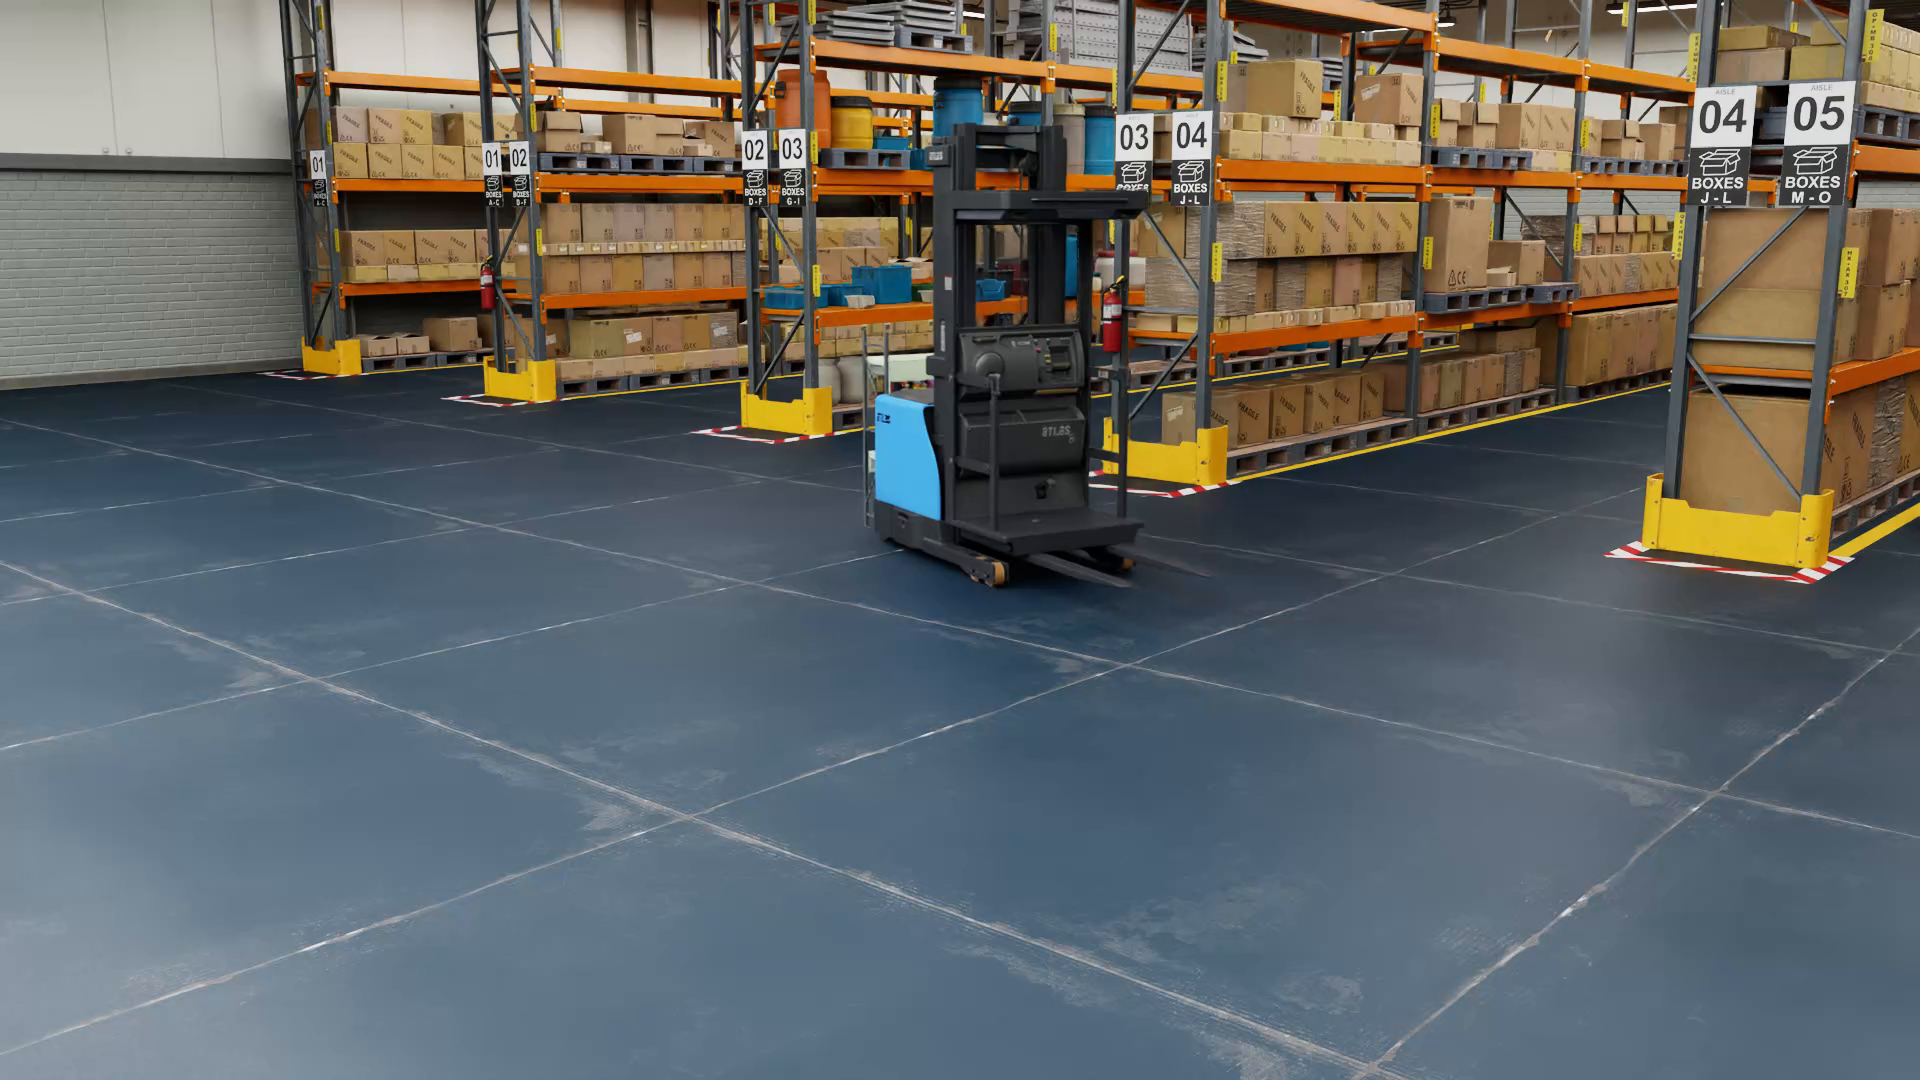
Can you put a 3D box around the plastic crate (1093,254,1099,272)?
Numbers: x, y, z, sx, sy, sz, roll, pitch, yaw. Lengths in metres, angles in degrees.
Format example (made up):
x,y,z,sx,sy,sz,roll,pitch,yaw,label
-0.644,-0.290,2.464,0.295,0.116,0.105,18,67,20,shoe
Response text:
x,y,z,sx,sy,sz,roll,pitch,yaw,label
2.058,-3.682,22.824,0.402,0.464,0.583,10,15,40,plastic crate

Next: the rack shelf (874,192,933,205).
x,y,z,sx,sy,sz,roll,pitch,yaw,label
-0.126,-7.131,34.432,1.077,0.370,4.000,10,15,40,rack shelf

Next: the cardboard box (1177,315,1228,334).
x,y,z,sx,sy,sz,roll,pitch,yaw,label
2.162,-1.919,14.804,0.380,0.149,0.250,10,15,40,cardboard box

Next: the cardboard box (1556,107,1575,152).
x,y,z,sx,sy,sz,roll,pitch,yaw,label
6.948,-4.871,19.751,0.500,0.500,0.500,10,15,42,cardboard box

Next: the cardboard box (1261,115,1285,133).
x,y,z,sx,sy,sz,roll,pitch,yaw,label
2.701,-3.745,15.007,0.380,0.149,0.250,11,15,43,cardboard box

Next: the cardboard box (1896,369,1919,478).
x,y,z,sx,sy,sz,roll,pitch,yaw,label
7.626,-1.044,14.134,0.875,0.875,0.875,10,15,41,cardboard box

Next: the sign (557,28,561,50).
x,y,z,sx,sy,sz,roll,pitch,yaw,label
-6.332,-7.907,26.238,0.100,0.325,0.005,10,15,40,sign

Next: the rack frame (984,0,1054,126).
x,y,z,sx,sy,sz,roll,pitch,yaw,label
0.714,-6.202,20.289,1.000,3.000,0.127,10,15,40,rack frame

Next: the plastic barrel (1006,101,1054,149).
x,y,z,sx,sy,sz,roll,pitch,yaw,label
0.887,-5.080,21.049,0.600,0.901,0.708,10,15,40,plastic barrel

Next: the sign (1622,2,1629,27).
x,y,z,sx,sy,sz,roll,pitch,yaw,label
9.315,-7.350,23.246,0.100,0.325,0.005,10,15,40,sign

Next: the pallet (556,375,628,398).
x,y,z,sx,sy,sz,roll,pitch,yaw,label
-5.171,-2.063,22.003,1.003,0.211,1.213,10,15,40,pallet

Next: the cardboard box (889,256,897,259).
x,y,z,sx,sy,sz,roll,pitch,yaw,label
-1.457,-5.519,32.773,0.380,0.149,0.250,10,15,41,cardboard box

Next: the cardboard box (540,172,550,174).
x,y,z,sx,sy,sz,roll,pitch,yaw,label
-6.877,-5.964,26.450,0.500,0.500,0.500,10,15,42,cardboard box

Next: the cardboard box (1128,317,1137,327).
x,y,z,sx,sy,sz,roll,pitch,yaw,label
3.280,-4.067,31.026,0.380,0.166,0.250,10,15,40,cardboard box

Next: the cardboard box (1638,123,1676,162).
x,y,z,sx,sy,sz,roll,pitch,yaw,label
9.341,-5.436,22.785,0.700,0.500,0.500,10,15,42,cardboard box

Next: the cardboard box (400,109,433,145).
x,y,z,sx,sy,sz,roll,pitch,yaw,label
-8.232,-6.142,24.788,0.500,0.500,0.500,10,15,42,cardboard box

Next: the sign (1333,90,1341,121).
x,y,z,sx,sy,sz,roll,pitch,yaw,label
4.016,-4.609,17.644,0.100,0.325,0.005,10,15,40,sign

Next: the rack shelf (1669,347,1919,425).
x,y,z,sx,sy,sz,roll,pitch,yaw,label
6.774,-1.317,12.982,1.077,0.370,4.000,10,15,40,rack shelf

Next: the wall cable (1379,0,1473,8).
x,y,z,sx,sy,sz,roll,pitch,yaw,label
9.553,-12.469,35.086,3.097,2.526,0.112,10,15,40,wall cable

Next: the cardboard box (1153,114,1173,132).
x,y,z,sx,sy,sz,roll,pitch,yaw,label
1.743,-3.706,14.812,0.380,0.149,0.250,10,15,40,cardboard box

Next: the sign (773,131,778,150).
x,y,z,sx,sy,sz,roll,pitch,yaw,label
-2.586,-5.593,23.375,0.100,0.325,0.005,10,15,40,sign

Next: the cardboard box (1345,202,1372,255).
x,y,z,sx,sy,sz,roll,pitch,yaw,label
3.685,-3.056,16.287,0.500,0.500,0.500,10,15,40,cardboard box

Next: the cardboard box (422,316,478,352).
x,y,z,sx,sy,sz,roll,pitch,yaw,label
-7.945,-3.218,25.924,0.700,0.500,0.500,9,14,37,cardboard box

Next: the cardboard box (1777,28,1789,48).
x,y,z,sx,sy,sz,roll,pitch,yaw,label
5.587,-3.499,11.691,0.380,0.149,0.250,10,15,41,cardboard box

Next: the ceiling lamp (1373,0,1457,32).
x,y,z,sx,sy,sz,roll,pitch,yaw,label
8.566,-11.542,32.121,2.000,3.185,0.800,10,15,40,ceiling lamp

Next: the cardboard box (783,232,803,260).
x,y,z,sx,sy,sz,roll,pitch,yaw,label
-3.221,-5.449,30.767,0.500,0.500,0.500,10,15,42,cardboard box

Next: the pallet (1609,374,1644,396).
x,y,z,sx,sy,sz,roll,pitch,yaw,label
8.458,-2.126,22.316,1.003,0.211,1.213,10,15,40,pallet

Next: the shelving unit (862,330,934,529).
x,y,z,sx,sy,sz,roll,pitch,yaw,label
-0.306,-0.838,12.577,0.755,1.500,0.431,-6,13,-28,shelving unit

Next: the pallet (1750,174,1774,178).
x,y,z,sx,sy,sz,roll,pitch,yaw,label
11.874,-5.702,25.671,1.003,0.211,1.213,10,15,40,pallet

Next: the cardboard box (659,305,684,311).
x,y,z,sx,sy,sz,roll,pitch,yaw,label
-5.257,-3.870,29.185,0.700,0.500,0.500,10,15,40,cardboard box

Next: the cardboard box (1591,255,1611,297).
x,y,z,sx,sy,sz,roll,pitch,yaw,label
7.939,-3.370,21.170,0.500,0.500,0.500,9,15,39,cardboard box

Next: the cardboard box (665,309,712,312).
x,y,z,sx,sy,sz,roll,pitch,yaw,label
-3.869,-3.024,23.728,0.500,0.500,0.500,10,15,40,cardboard box

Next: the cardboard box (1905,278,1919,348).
x,y,z,sx,sy,sz,roll,pitch,yaw,label
7.513,-1.898,13.671,0.875,0.550,0.550,10,15,40,cardboard box

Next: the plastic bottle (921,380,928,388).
x,y,z,sx,sy,sz,roll,pitch,yaw,label
-0.427,-1.757,19.371,0.097,0.201,0.097,0,11,0,plastic bottle

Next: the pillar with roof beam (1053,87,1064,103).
x,y,z,sx,sy,sz,roll,pitch,yaw,label
5.560,-9.201,35.303,9.100,9.000,0.548,10,15,40,pillar with roof beam

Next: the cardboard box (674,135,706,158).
x,y,z,sx,sy,sz,roll,pitch,yaw,label
-3.891,-5.484,23.148,0.500,0.311,0.500,9,14,37,cardboard box

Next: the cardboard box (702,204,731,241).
x,y,z,sx,sy,sz,roll,pitch,yaw,label
-3.625,-4.446,23.245,0.700,0.500,0.500,10,15,40,cardboard box

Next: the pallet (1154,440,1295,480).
x,y,z,sx,sy,sz,roll,pitch,yaw,label
2.408,-0.790,15.628,1.003,0.211,1.213,10,15,40,pallet

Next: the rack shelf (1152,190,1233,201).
x,y,z,sx,sy,sz,roll,pitch,yaw,label
3.597,-6.491,31.229,1.077,0.370,4.000,10,15,40,rack shelf

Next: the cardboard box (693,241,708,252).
x,y,z,sx,sy,sz,roll,pitch,yaw,label
-3.695,-4.051,22.925,0.380,0.149,0.250,10,15,40,cardboard box

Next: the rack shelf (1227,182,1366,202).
x,y,z,sx,sy,sz,roll,pitch,yaw,label
4.675,-5.261,25.073,1.077,0.370,4.000,10,15,40,rack shelf

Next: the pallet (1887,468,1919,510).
x,y,z,sx,sy,sz,roll,pitch,yaw,label
7.533,-0.495,14.149,1.003,0.211,1.213,10,15,40,pallet

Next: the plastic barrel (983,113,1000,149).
x,y,z,sx,sy,sz,roll,pitch,yaw,label
0.283,-4.954,20.341,0.421,0.512,0.421,0,11,0,plastic barrel

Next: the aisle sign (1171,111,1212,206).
x,y,z,sx,sy,sz,roll,pitch,yaw,label
1.979,-3.258,14.229,0.394,0.787,0.004,10,15,40,aisle sign

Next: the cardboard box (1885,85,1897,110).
x,y,z,sx,sy,sz,roll,pitch,yaw,label
6.254,-3.061,11.536,0.380,0.149,0.250,10,15,41,cardboard box

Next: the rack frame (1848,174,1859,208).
x,y,z,sx,sy,sz,roll,pitch,yaw,label
8.094,-1.964,14.385,1.000,3.000,0.127,10,15,40,rack frame

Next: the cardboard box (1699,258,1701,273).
x,y,z,sx,sy,sz,roll,pitch,yaw,label
10.223,-3.905,23.725,0.500,0.250,0.500,9,15,39,cardboard box

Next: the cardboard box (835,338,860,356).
x,y,z,sx,sy,sz,roll,pitch,yaw,label
-1.873,-2.938,25.210,0.500,0.250,0.500,9,15,39,cardboard box

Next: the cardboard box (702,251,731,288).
x,y,z,sx,sy,sz,roll,pitch,yaw,label
-3.635,-3.806,23.352,0.700,0.500,0.500,10,15,40,cardboard box

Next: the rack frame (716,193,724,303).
x,y,z,sx,sy,sz,roll,pitch,yaw,label
-4.087,-5.130,30.236,1.000,3.000,0.127,10,15,40,rack frame

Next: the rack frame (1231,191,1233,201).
x,y,z,sx,sy,sz,roll,pitch,yaw,label
4.917,-5.667,32.925,1.000,3.000,0.127,10,15,40,rack frame

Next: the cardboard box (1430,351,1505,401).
x,y,z,sx,sy,sz,roll,pitch,yaw,label
5.923,-1.930,19.473,0.500,0.500,0.700,-11,15,-43,cardboard box

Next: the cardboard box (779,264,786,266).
x,y,z,sx,sy,sz,roll,pitch,yaw,label
-2.561,-3.989,24.865,0.396,0.266,0.258,9,15,39,cardboard box

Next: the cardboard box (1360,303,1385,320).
x,y,z,sx,sy,sz,roll,pitch,yaw,label
4.050,-2.311,16.767,0.380,0.149,0.250,10,15,40,cardboard box

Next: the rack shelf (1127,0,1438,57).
x,y,z,sx,sy,sz,roll,pitch,yaw,label
3.115,-4.913,15.680,1.077,0.370,4.000,10,15,40,rack shelf

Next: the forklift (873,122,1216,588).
x,y,z,sx,sy,sz,roll,pitch,yaw,label
0.522,-1.235,10.913,1.130,2.935,3.031,-6,13,-28,forklift
